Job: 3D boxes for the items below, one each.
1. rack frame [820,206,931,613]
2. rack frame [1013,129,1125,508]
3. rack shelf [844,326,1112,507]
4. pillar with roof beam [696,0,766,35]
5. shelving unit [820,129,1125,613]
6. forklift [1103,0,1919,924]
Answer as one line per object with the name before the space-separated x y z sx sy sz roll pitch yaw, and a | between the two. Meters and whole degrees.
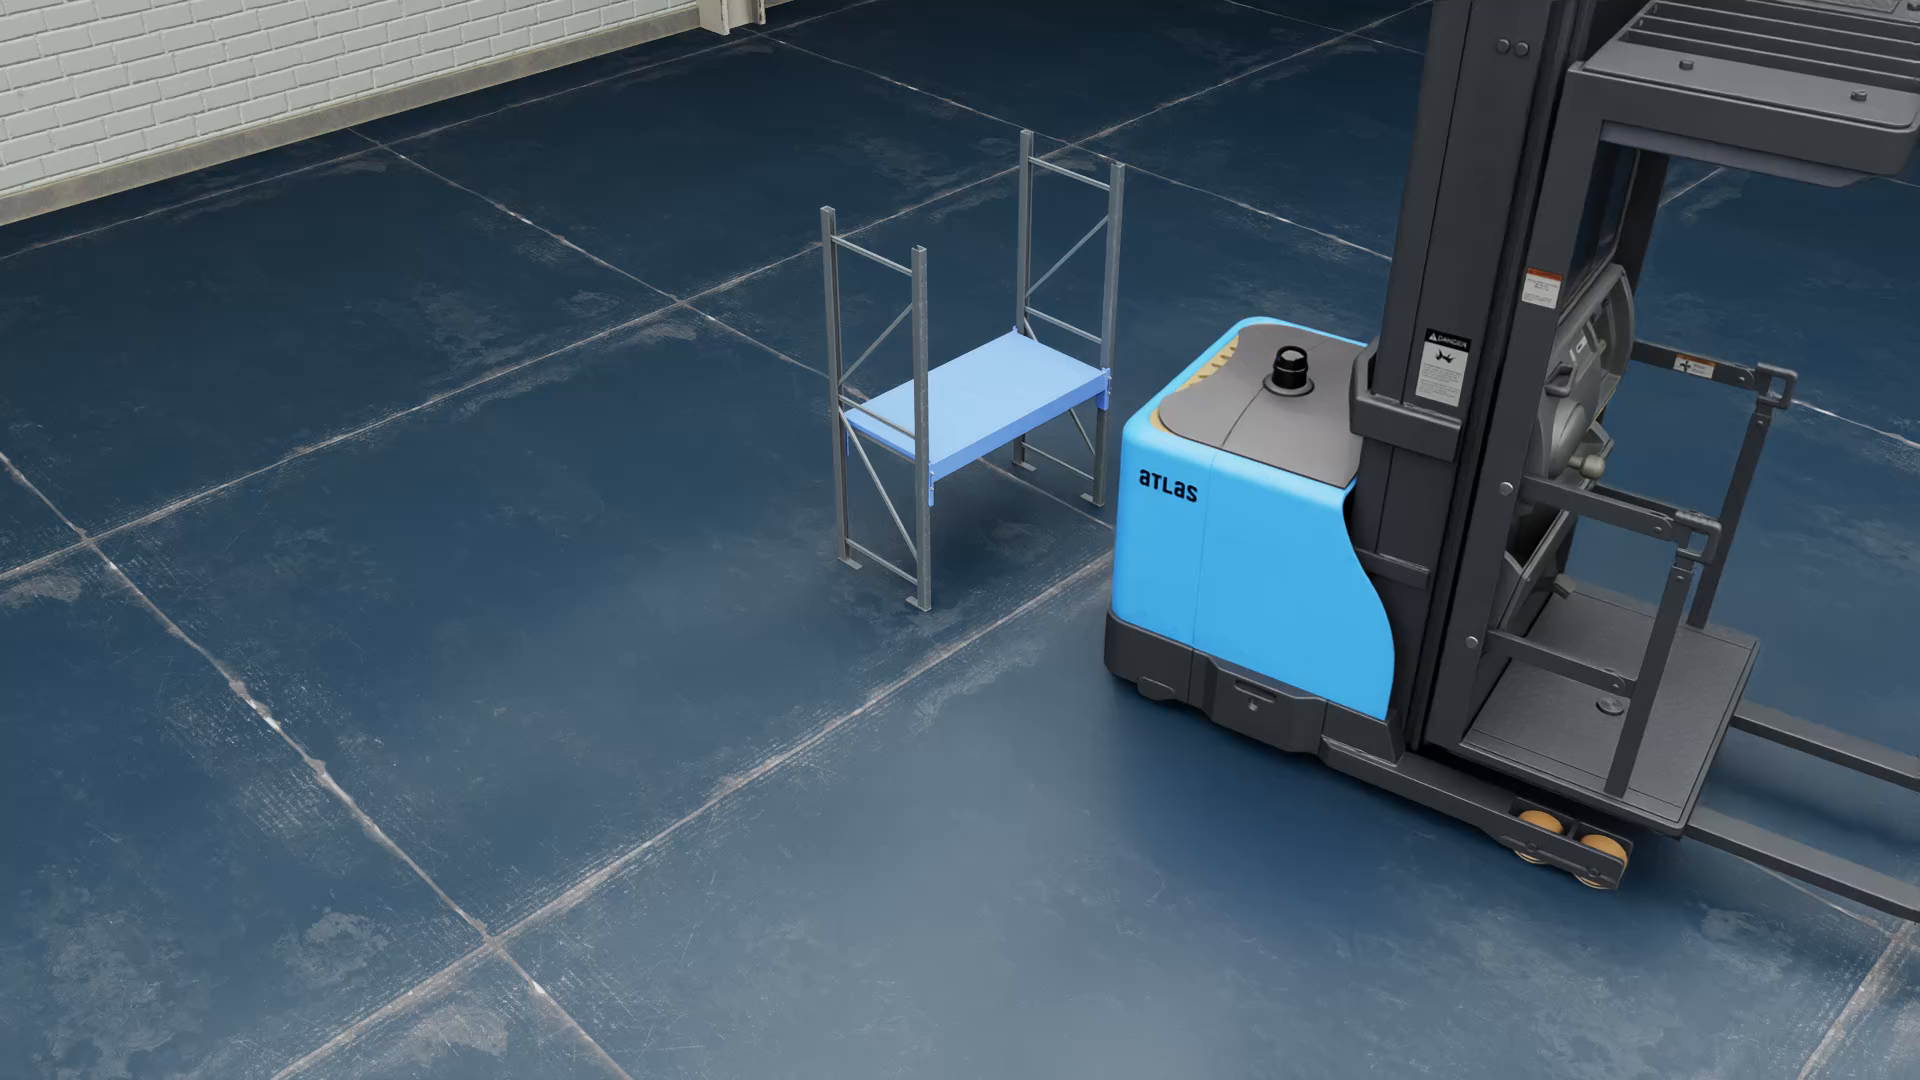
rack frame | -0.298 -0.443 6.075 0.500 1.500 0.032 30 45 35
rack frame | 0.418 -0.856 6.667 0.500 1.500 0.032 30 45 35
rack shelf | 0.060 -0.502 6.474 0.538 0.185 1.000 30 45 35
pillar with roof beam | 1.389 -5.725 7.093 9.100 9.000 0.400 30 45 35
shelving unit | 0.060 -0.650 6.371 0.538 1.500 1.048 30 45 35
forklift | 2.030 -0.464 4.852 3.031 2.935 1.130 21 40 27
